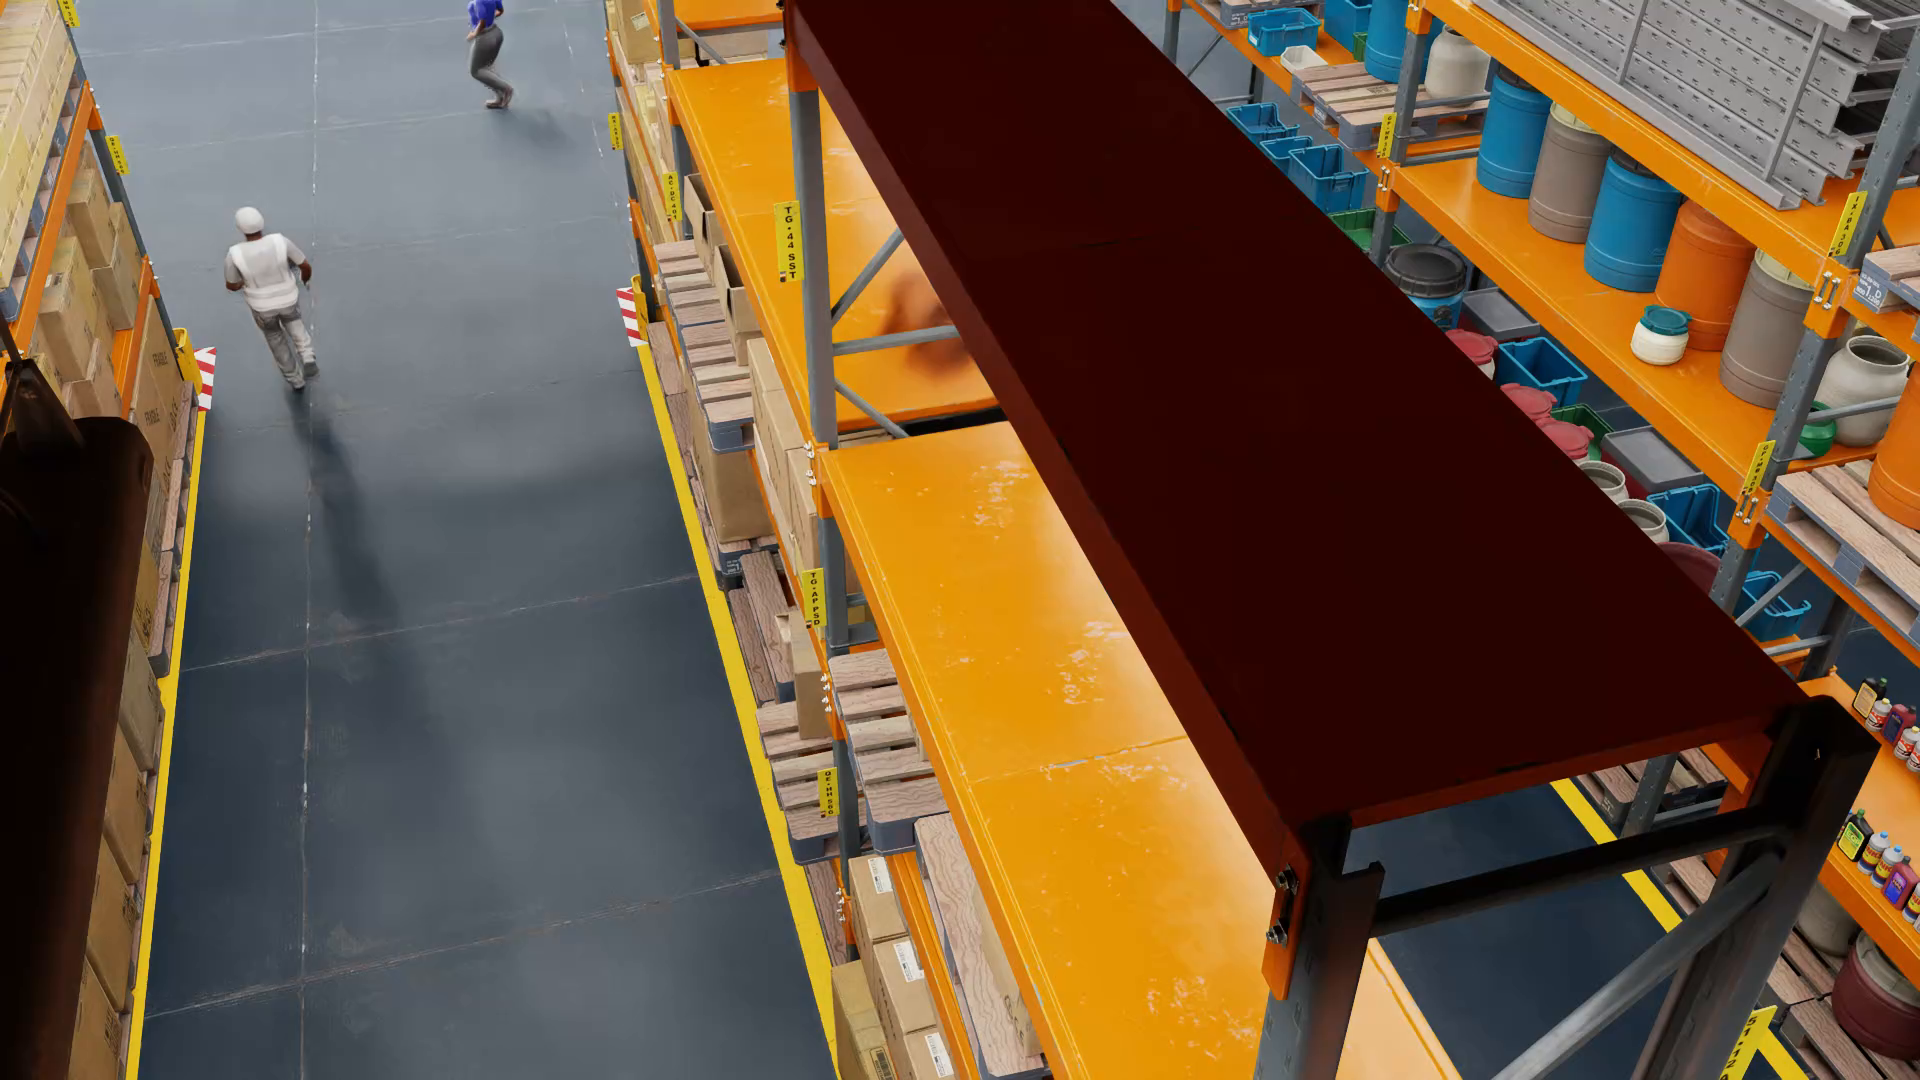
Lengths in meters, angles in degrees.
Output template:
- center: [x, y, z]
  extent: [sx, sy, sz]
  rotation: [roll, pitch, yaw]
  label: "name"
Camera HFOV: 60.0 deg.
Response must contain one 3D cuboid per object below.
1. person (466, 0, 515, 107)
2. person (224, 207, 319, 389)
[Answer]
- center: [-5.312, -5.610, 18.611]
  extent: [0.539, 1.605, 0.572]
  rotation: [10, 40, 13]
  label: "person"
- center: [-5.795, -2.064, 14.029]
  extent: [0.675, 1.722, 0.560]
  rotation: [-20, 43, -23]
  label: "person"
